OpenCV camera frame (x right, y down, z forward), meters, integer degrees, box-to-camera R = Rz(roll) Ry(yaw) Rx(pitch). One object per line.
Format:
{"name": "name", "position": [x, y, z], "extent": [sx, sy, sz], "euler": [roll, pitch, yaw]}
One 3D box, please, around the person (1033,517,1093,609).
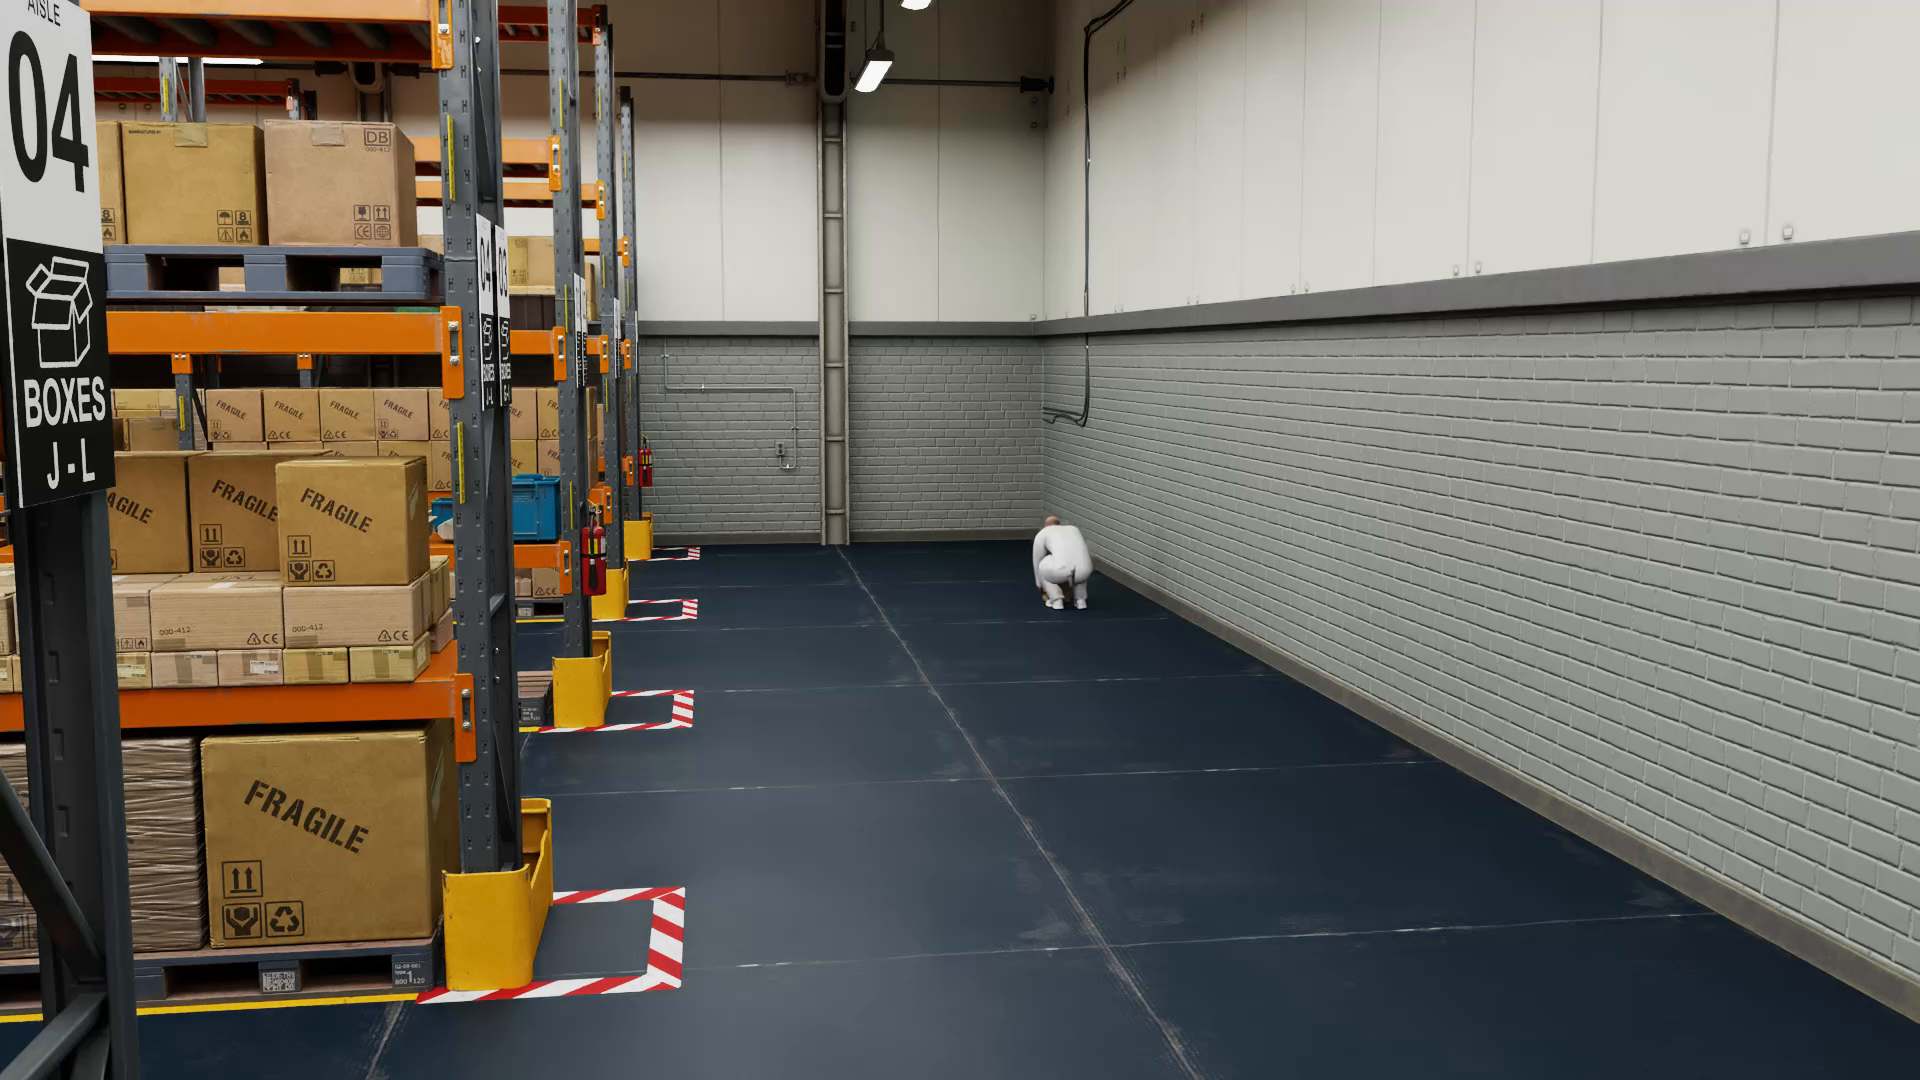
{"name": "person", "position": [1.088, 0.239, 17.526], "extent": [0.609, 0.918, 0.909], "euler": [-1, 6, -9]}
